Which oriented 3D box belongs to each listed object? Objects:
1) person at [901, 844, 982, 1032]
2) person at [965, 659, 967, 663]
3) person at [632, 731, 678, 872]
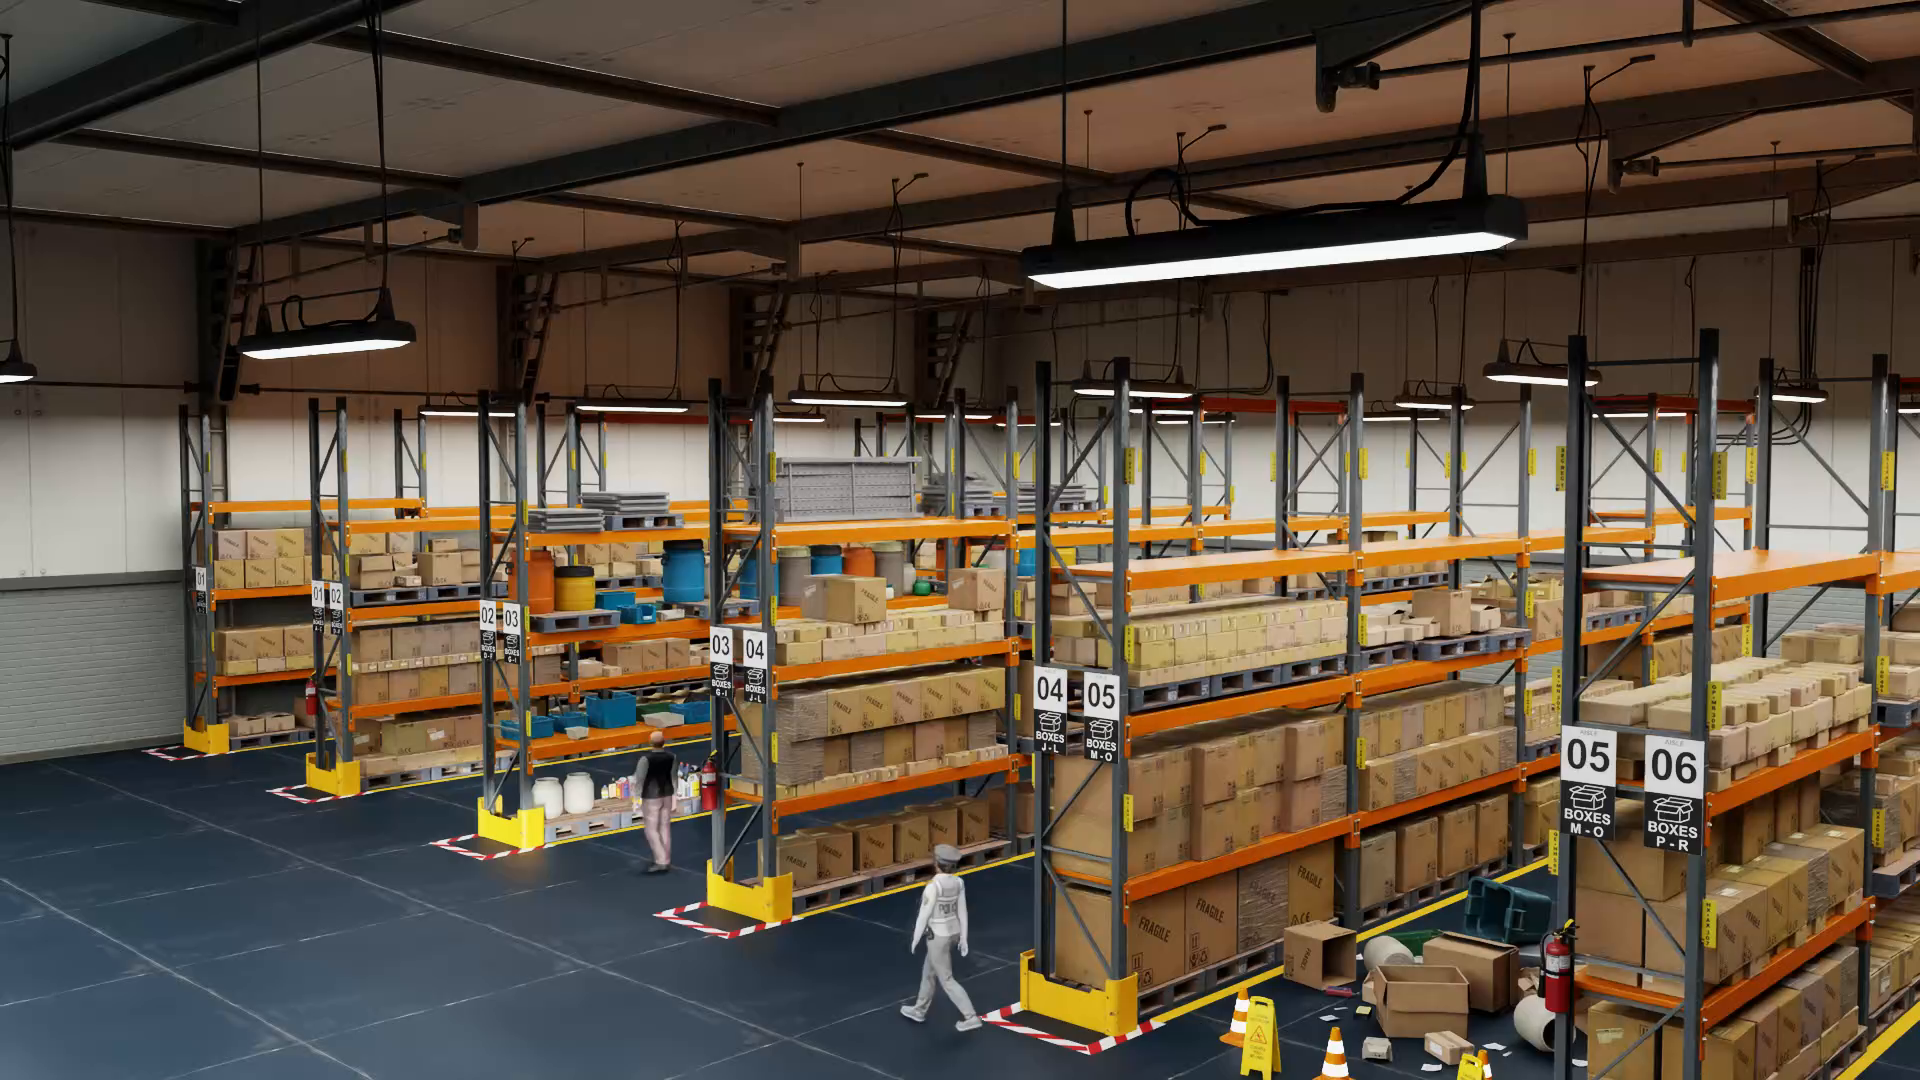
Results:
[{"bbox_3d":[-0.185,3.550,14.876,0.938,1.643,0.453,2,3,28],"label":"person"},{"bbox_3d":[-0.081,2.722,30.558,0.464,1.686,0.577,2,4,39],"label":"person"},{"bbox_3d":[-3.745,3.221,20.536,0.431,1.734,0.554,2,4,35],"label":"person"}]
